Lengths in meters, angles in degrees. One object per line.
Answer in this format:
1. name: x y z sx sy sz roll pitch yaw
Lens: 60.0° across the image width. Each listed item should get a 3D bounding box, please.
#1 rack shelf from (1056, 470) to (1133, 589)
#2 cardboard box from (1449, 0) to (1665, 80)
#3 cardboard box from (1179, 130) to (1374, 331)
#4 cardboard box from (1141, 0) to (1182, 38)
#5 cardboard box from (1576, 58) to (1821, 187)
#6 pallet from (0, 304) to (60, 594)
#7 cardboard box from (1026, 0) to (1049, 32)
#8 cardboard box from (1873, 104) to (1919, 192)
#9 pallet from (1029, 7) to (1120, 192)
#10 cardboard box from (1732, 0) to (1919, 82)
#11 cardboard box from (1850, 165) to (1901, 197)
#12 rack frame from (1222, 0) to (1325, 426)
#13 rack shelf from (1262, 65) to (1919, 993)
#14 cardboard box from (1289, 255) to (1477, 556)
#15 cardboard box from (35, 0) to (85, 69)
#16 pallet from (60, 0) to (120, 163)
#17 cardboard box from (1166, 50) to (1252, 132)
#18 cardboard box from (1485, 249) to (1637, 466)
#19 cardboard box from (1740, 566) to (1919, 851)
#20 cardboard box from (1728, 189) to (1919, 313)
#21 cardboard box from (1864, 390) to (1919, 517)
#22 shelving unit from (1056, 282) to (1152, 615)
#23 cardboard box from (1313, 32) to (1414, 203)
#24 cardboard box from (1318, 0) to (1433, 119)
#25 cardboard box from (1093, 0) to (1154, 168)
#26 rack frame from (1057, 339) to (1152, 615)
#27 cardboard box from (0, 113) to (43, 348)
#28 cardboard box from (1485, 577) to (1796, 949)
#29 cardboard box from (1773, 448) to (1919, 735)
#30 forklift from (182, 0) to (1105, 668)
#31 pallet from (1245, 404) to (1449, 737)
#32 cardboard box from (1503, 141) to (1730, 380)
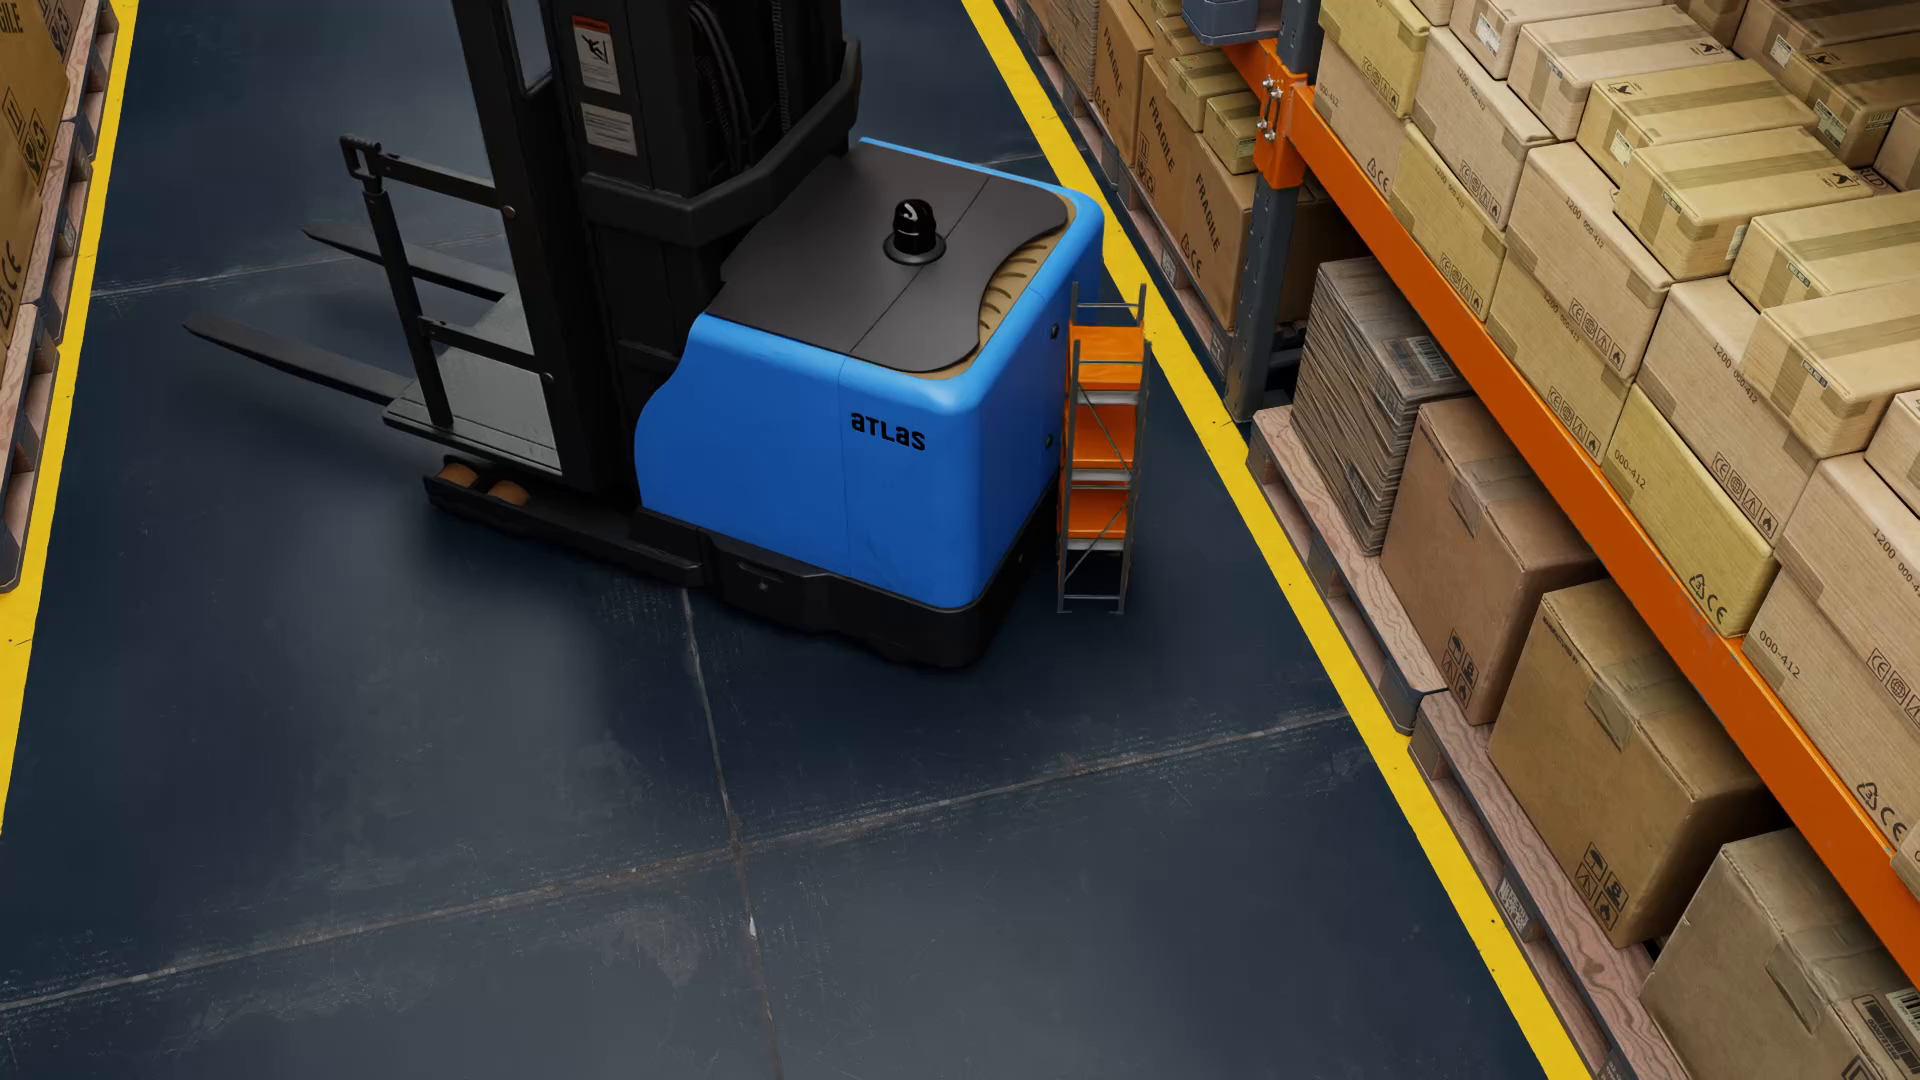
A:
1. rack shelf: 0.397 -0.031 4.949 0.215 0.259 0.240 1 46 1
2. cardboard box: 1.358 -1.200 3.802 0.380 0.149 0.250 -10 46 -9
3. cardboard box: 1.085 -1.094 5.678 0.500 0.500 0.500 -9 46 -9
4. cardboard box: 0.882 -1.926 6.039 0.380 0.149 0.250 -9 46 -9
5. cardboard box: 1.530 -0.854 3.463 0.380 0.149 0.250 -10 46 -10
6. pallet: -3.525 -0.241 5.338 1.003 0.211 1.213 -11 47 -10
7. cardboard box: 0.553 -2.516 7.072 0.500 0.500 0.500 -12 47 -11
8. cardboard box: 2.129 -0.785 3.395 0.380 0.149 0.250 -11 47 -11
9. pallet: 0.938 -1.956 7.019 1.003 0.211 1.213 -11 47 -10
10. cardboard box: 1.993 -1.137 3.739 0.380 0.149 0.250 -12 47 -11
11. cardboard box: 2.043 -0.733 3.623 0.500 0.250 0.500 -11 47 -11
12. rack frame: 1.401 -1.569 4.687 1.000 3.000 0.127 -11 47 -10
13. rack shelf: 1.913 0.064 3.591 1.077 0.370 4.000 -11 47 -10
14. cardboard box: 1.548 -0.452 4.961 0.875 0.625 0.625 -9 46 -9
15. cardboard box: -4.184 -2.410 6.706 0.875 0.875 0.875 -9 46 -9
16. pallet: -4.150 -1.926 6.989 1.003 0.211 1.213 -11 47 -10
17. cardboard box: 0.930 -1.546 5.666 0.380 0.149 0.250 -13 47 -12
18. cardboard box: 1.541 -0.463 3.708 0.500 0.250 0.500 -12 47 -12
19. cardboard box: 1.812 0.251 3.009 0.500 0.250 0.500 -10 47 -10
20. cardboard box: 1.699 -0.506 3.122 0.380 0.149 0.250 -11 47 -10
21. cardboard box: 1.767 -0.141 2.764 0.380 0.149 0.250 -10 46 -10
22. shelving unit: 0.397 -0.233 4.743 0.215 1.050 0.252 1 46 1
23. cardboard box: 1.278 -1.165 4.397 0.500 0.250 0.500 -11 47 -10
24. cardboard box: 1.254 -1.336 4.214 0.500 0.250 0.500 -11 47 -10
25. cardboard box: 0.830 -1.802 6.372 0.500 0.500 0.500 -9 46 -9
26. rack frame: 0.394 -0.146 4.658 0.200 1.050 0.008 1 46 1
27. cardboard box: -3.717 -1.171 5.491 0.875 0.875 0.875 -10 46 -10
28. cardboard box: 1.895 0.463 4.065 0.875 0.625 0.625 -12 47 -12
29. cardboard box: 1.788 0.070 2.836 0.500 0.250 0.500 -10 46 -10
30. forklift: -1.136 -1.373 4.543 3.031 2.935 1.130 18 48 17
31. pallet: 1.574 -0.017 5.119 1.003 0.211 1.213 -11 47 -10
32. cardboard box: 1.522 -0.630 3.522 0.500 0.250 0.500 -12 47 -11
